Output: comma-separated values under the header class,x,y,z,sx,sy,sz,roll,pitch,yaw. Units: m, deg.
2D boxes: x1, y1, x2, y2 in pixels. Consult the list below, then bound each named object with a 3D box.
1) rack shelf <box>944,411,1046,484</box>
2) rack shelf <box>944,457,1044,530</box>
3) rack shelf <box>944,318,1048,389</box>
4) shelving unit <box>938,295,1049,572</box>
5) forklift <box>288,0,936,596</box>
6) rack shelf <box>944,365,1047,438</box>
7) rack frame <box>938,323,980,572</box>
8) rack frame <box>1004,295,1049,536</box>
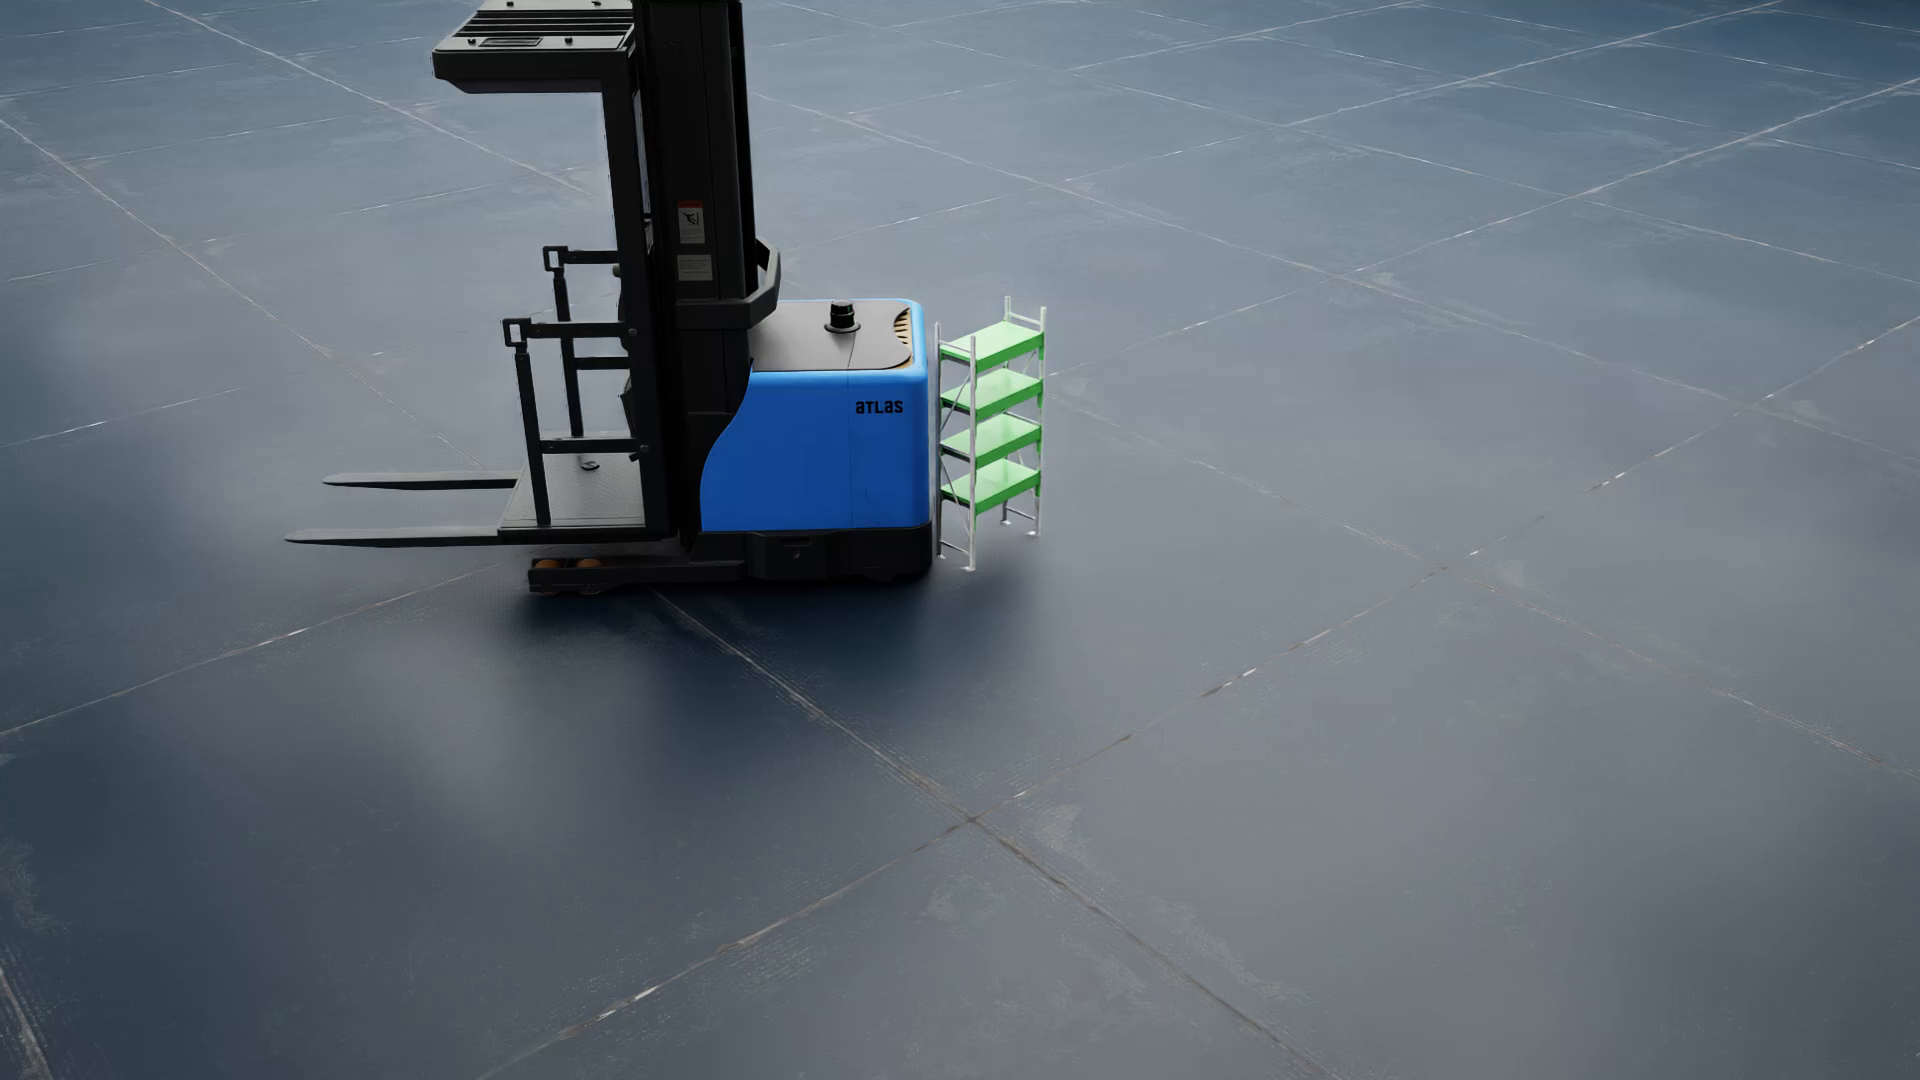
class,x,y,z,sx,sy,sz,roll,pitch,yaw
rack shelf,0.158,-0.447,7.948,0.258,0.148,0.480,23,36,36
rack shelf,0.158,-0.235,8.062,0.258,0.148,0.480,23,36,36
rack shelf,0.158,-0.870,7.722,0.258,0.148,0.480,23,36,36
shelving unit,0.158,-0.503,7.918,0.258,1.200,0.503,23,36,36
forklift,-1.648,-1.287,7.549,3.031,2.935,1.130,-1,28,-2
rack shelf,0.158,-0.658,7.835,0.258,0.148,0.480,23,36,36
rack frame,-0.005,-0.417,7.758,0.240,1.200,0.015,23,36,36
rack frame,0.320,-0.589,8.079,0.240,1.200,0.015,23,36,36
